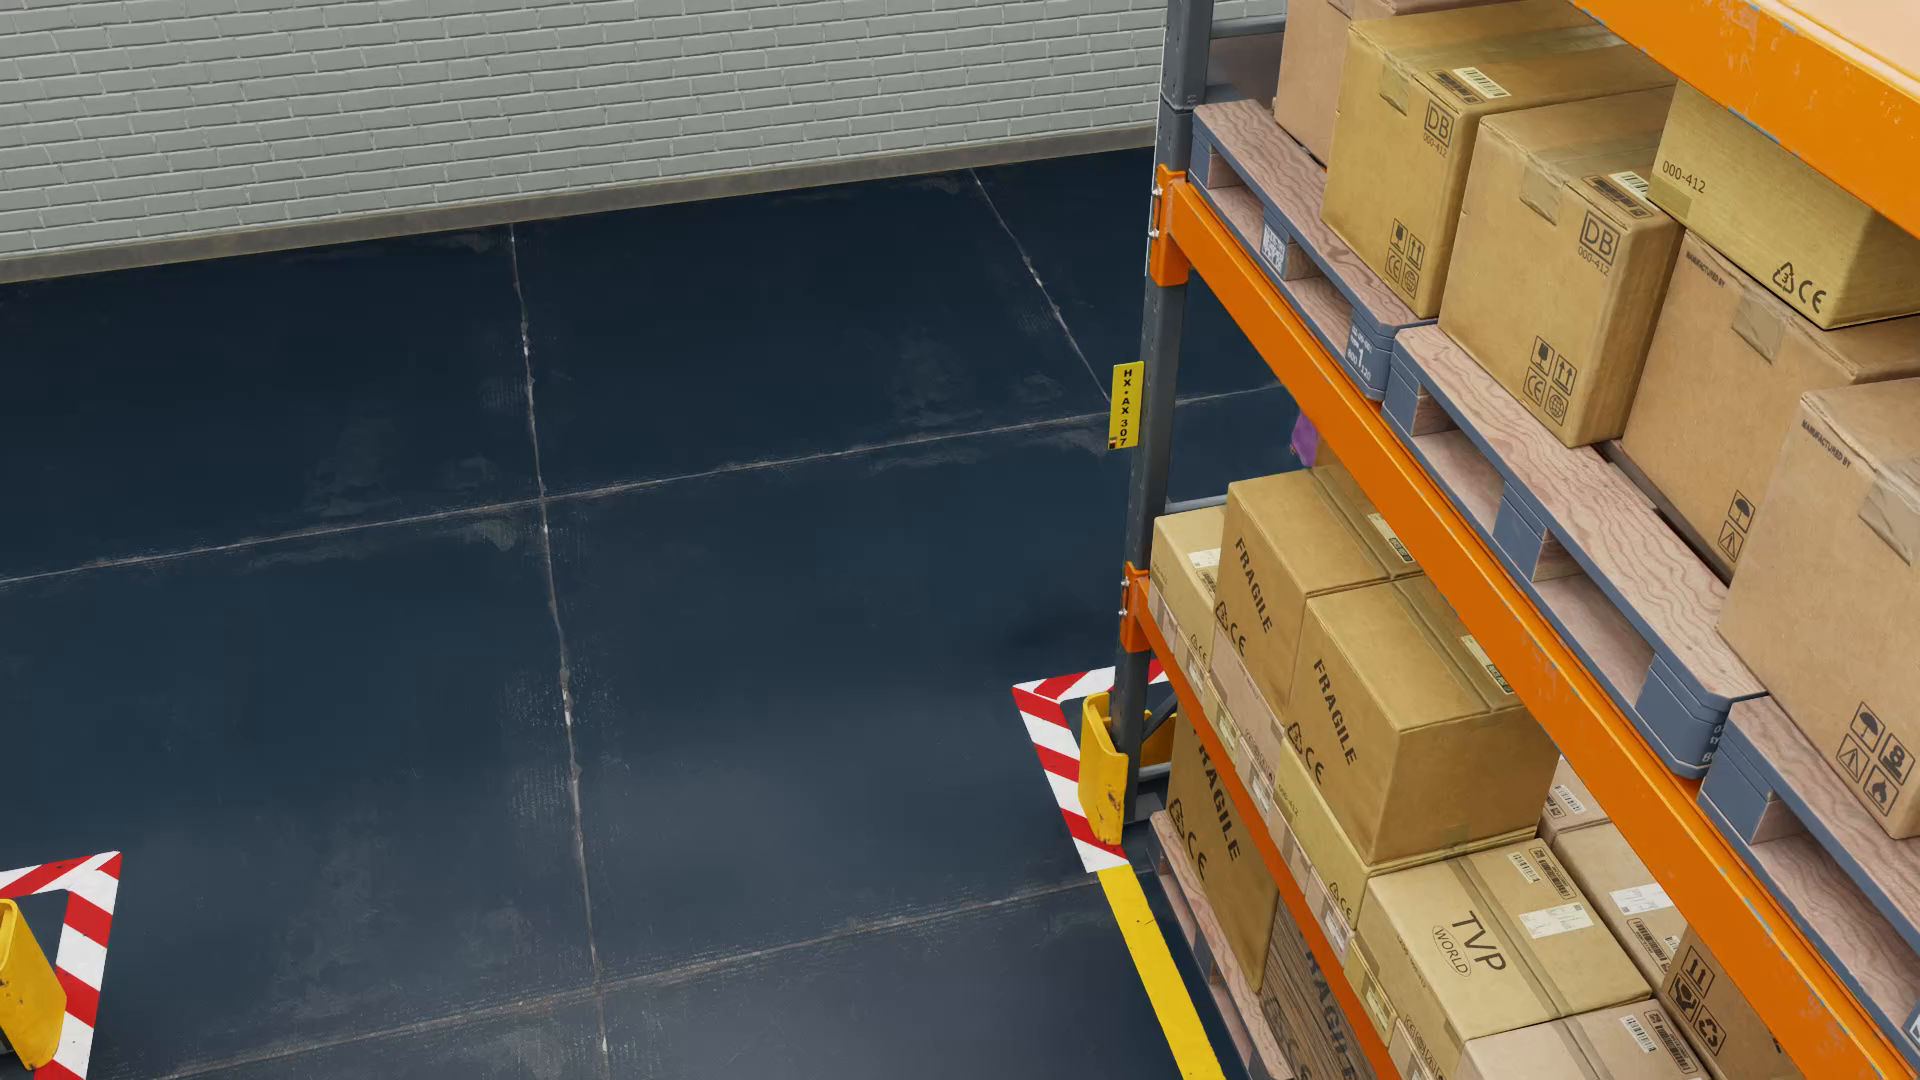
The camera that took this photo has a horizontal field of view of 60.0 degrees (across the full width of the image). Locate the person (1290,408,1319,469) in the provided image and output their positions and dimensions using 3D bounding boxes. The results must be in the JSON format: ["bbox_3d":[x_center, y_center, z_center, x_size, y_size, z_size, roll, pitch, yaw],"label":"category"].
[{"bbox_3d":[1.580,-0.398,7.205,0.833,1.556,0.445,-8,39,-10],"label":"person"}]
